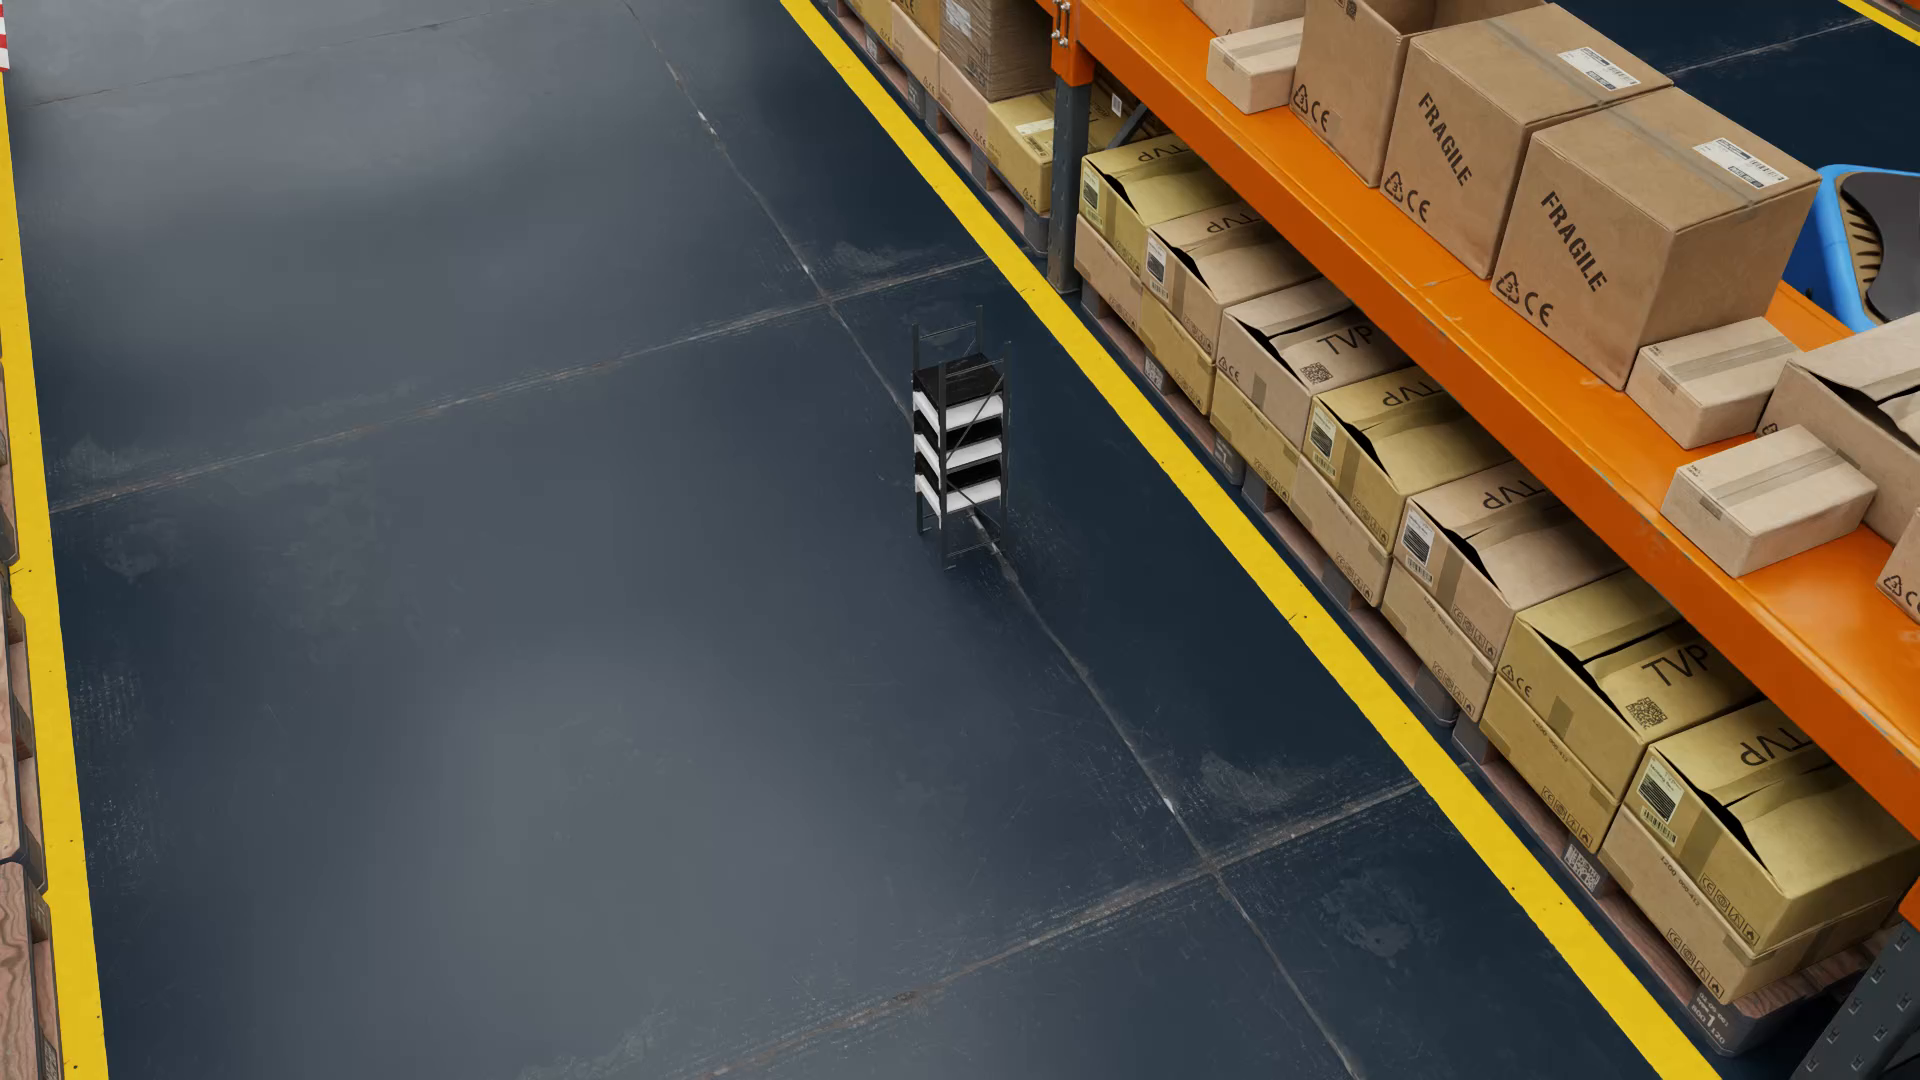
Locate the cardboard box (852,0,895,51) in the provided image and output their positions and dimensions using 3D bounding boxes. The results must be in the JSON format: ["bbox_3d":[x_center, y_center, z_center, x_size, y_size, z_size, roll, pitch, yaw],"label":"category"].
[{"bbox_3d":[-0.195,-2.598,7.906,0.500,0.250,0.500,-18,47,-17],"label":"cardboard box"}]

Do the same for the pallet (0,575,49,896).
[{"bbox_3d":[-3.296,0.700,4.890,1.003,0.211,1.213,-18,47,-17],"label":"pallet"}]

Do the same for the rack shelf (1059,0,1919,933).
[{"bbox_3d":[1.675,-0.711,4.847,1.077,0.370,4.000,-18,47,-17],"label":"rack shelf"}]

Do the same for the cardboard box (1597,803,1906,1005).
[{"bbox_3d":[2.073,0.873,4.388,0.500,0.250,0.500,-17,47,-16],"label":"cardboard box"}]

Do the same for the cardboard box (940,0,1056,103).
[{"bbox_3d":[0.241,-2.232,7.002,0.500,0.500,0.500,-18,47,-17],"label":"cardboard box"}]

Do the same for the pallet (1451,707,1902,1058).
[{"bbox_3d":[2.205,0.764,4.826,1.003,0.211,1.213,-18,47,-17],"label":"pallet"}]

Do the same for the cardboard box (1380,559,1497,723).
[{"bbox_3d":[1.645,0.225,5.045,0.500,0.250,0.500,-17,47,-17],"label":"cardboard box"}]

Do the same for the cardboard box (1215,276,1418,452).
[{"bbox_3d":[1.206,-0.625,5.507,0.500,0.311,0.500,-20,48,-19],"label":"cardboard box"}]

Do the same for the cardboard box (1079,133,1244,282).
[{"bbox_3d":[0.782,-1.275,6.166,0.500,0.311,0.500,-18,47,-17],"label":"cardboard box"}]

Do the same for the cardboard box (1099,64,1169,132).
[{"bbox_3d":[0.923,-2.067,6.834,0.500,0.500,0.500,-18,47,-17],"label":"cardboard box"}]

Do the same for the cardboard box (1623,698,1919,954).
[{"bbox_3d":[2.072,0.676,4.189,0.500,0.311,0.500,-17,47,-16],"label":"cardboard box"}]

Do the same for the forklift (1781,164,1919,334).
[{"bbox_3d":[4.154,-0.955,4.631,3.031,2.935,1.130,10,45,10],"label":"forklift"}]

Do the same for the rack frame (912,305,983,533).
[{"bbox_3d":[-0.039,-0.380,5.494,0.240,0.900,0.006,-18,47,-17],"label":"rack frame"}]

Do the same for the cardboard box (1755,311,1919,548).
[{"bbox_3d":[2.316,-0.288,3.970,0.500,0.311,0.500,-19,48,-18],"label":"cardboard box"}]

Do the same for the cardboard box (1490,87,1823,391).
[{"bbox_3d":[1.796,-0.793,4.346,0.500,0.500,0.500,-20,48,-20],"label":"cardboard box"}]

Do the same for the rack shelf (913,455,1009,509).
[{"bbox_3d":[0.003,-0.227,5.515,0.258,0.077,0.200,-18,47,-17],"label":"rack shelf"}]

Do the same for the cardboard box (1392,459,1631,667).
[{"bbox_3d":[1.638,0.024,4.849,0.500,0.311,0.500,-18,47,-18],"label":"cardboard box"}]

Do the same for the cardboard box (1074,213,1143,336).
[{"bbox_3d":[0.779,-1.082,6.370,0.500,0.250,0.500,-19,48,-18],"label":"cardboard box"}]

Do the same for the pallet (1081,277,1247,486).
[{"bbox_3d":[1.179,-0.791,6.401,1.003,0.211,1.213,-18,47,-17],"label":"pallet"}]

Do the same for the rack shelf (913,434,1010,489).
[{"bbox_3d":[0.003,-0.291,5.452,0.258,0.077,0.200,-18,47,-17],"label":"rack shelf"}]

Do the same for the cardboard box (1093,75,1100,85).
[{"bbox_3d":[0.709,-2.118,7.419,0.500,0.250,0.500,-18,47,-17],"label":"cardboard box"}]

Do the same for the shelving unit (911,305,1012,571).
[{"bbox_3d":[0.003,-0.315,5.429,0.258,0.900,0.210,-18,47,-17],"label":"shelving unit"}]

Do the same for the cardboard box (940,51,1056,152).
[{"bbox_3d":[0.240,-1.965,7.264,0.500,0.250,0.500,-18,47,-17],"label":"cardboard box"}]

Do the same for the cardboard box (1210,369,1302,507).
[{"bbox_3d":[1.213,-0.427,5.706,0.500,0.250,0.500,-19,48,-19],"label":"cardboard box"}]

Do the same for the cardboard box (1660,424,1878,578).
[{"bbox_3d":[1.887,-0.095,3.889,0.380,0.149,0.250,-18,47,-17],"label":"cardboard box"}]

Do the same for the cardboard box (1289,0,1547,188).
[{"bbox_3d":[1.364,-1.447,5.010,0.500,0.500,0.500,-15,47,-15],"label":"cardboard box"}]

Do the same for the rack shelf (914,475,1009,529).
[{"bbox_3d":[0.003,-0.163,5.579,0.258,0.077,0.200,-18,47,-17],"label":"rack shelf"}]

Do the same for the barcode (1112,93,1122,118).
[{"bbox_3d":[0.564,-1.565,5.983,0.001,0.075,0.075,-18,47,-17],"label":"barcode"}]

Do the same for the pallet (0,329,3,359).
[{"bbox_3d":[-4.423,-1.007,6.621,1.003,0.211,1.213,-18,47,-17],"label":"pallet"}]

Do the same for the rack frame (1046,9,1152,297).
[{"bbox_3d":[0.834,-2.242,5.886,1.000,3.000,0.127,-18,47,-17],"label":"rack frame"}]

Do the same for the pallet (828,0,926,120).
[{"bbox_3d":[0.021,-2.547,8.181,1.003,0.211,1.213,-18,47,-17],"label":"pallet"}]
